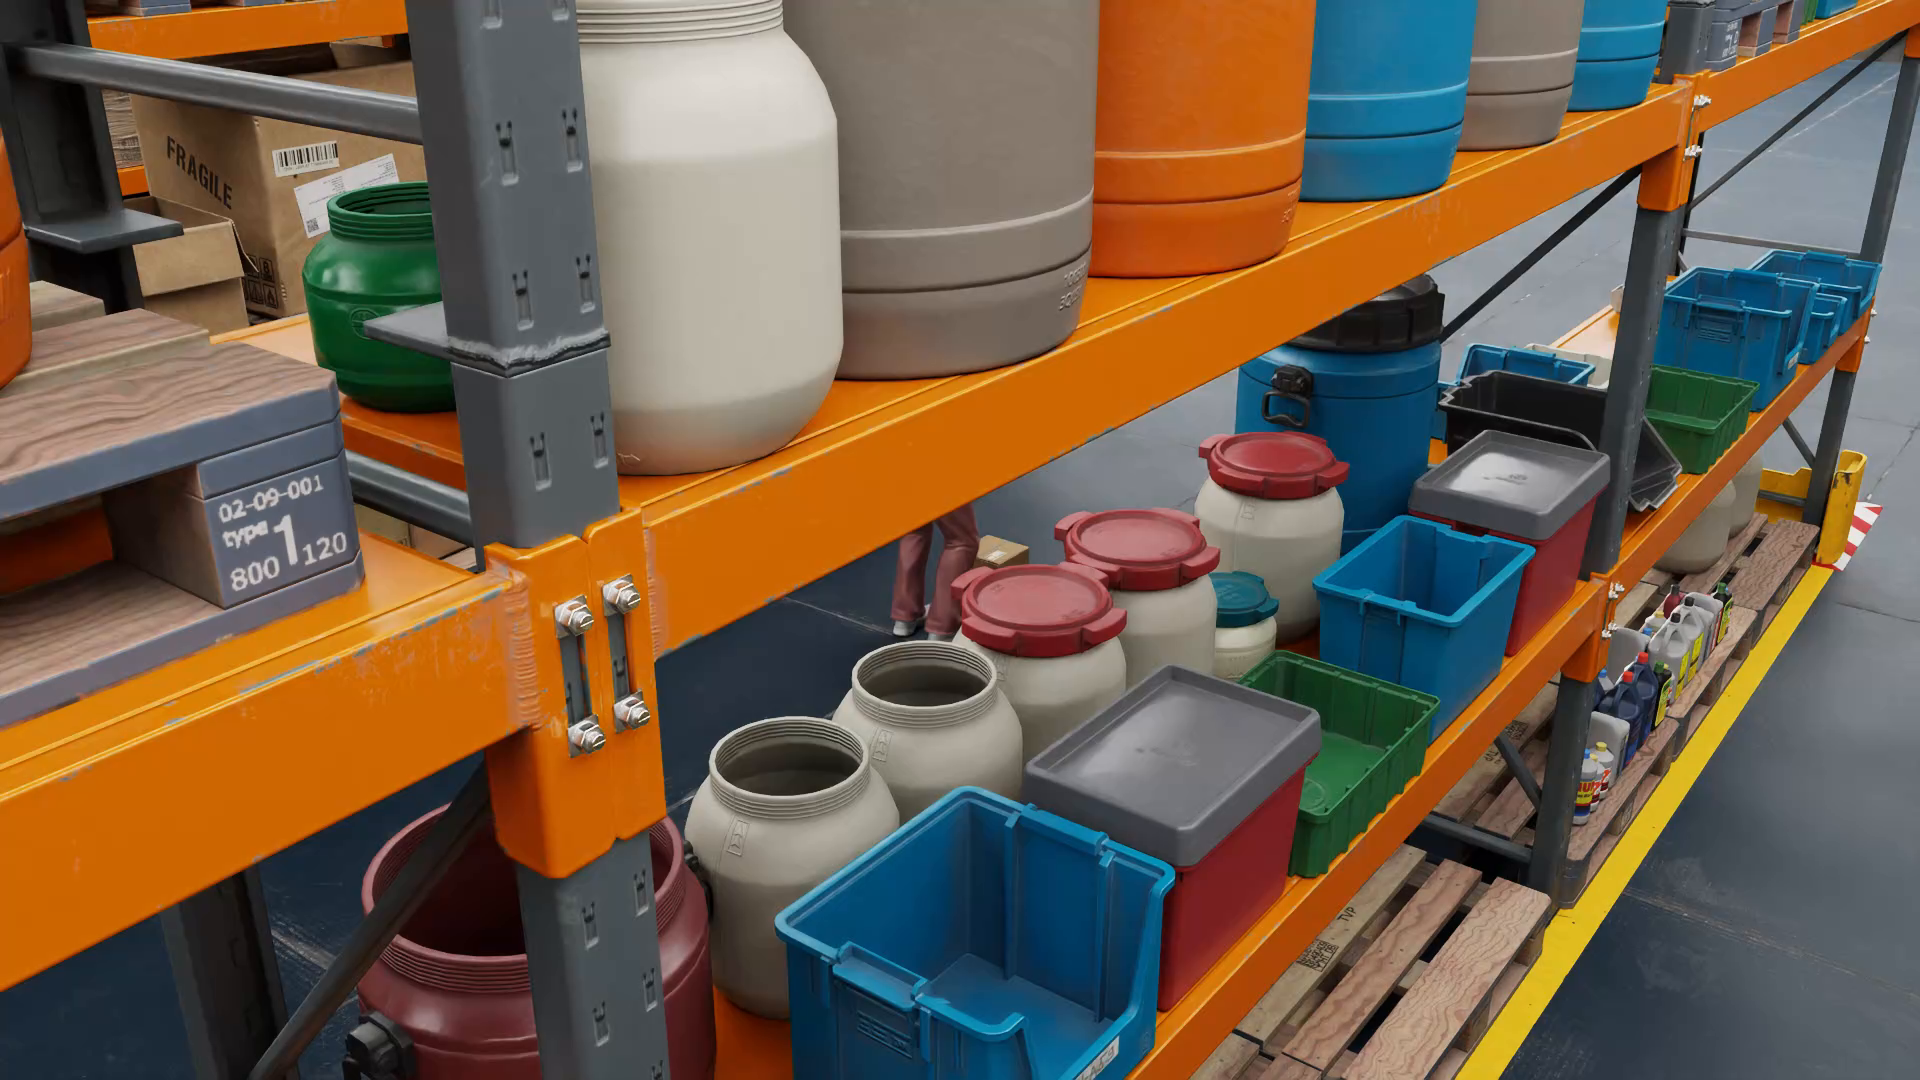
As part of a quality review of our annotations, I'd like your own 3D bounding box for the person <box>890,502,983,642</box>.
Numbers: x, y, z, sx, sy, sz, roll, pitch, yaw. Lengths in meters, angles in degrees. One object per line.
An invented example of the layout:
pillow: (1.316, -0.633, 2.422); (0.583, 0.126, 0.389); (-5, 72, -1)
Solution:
person: (-0.140, -0.316, 7.425); (0.478, 1.603, 0.425); (18, 29, 35)
